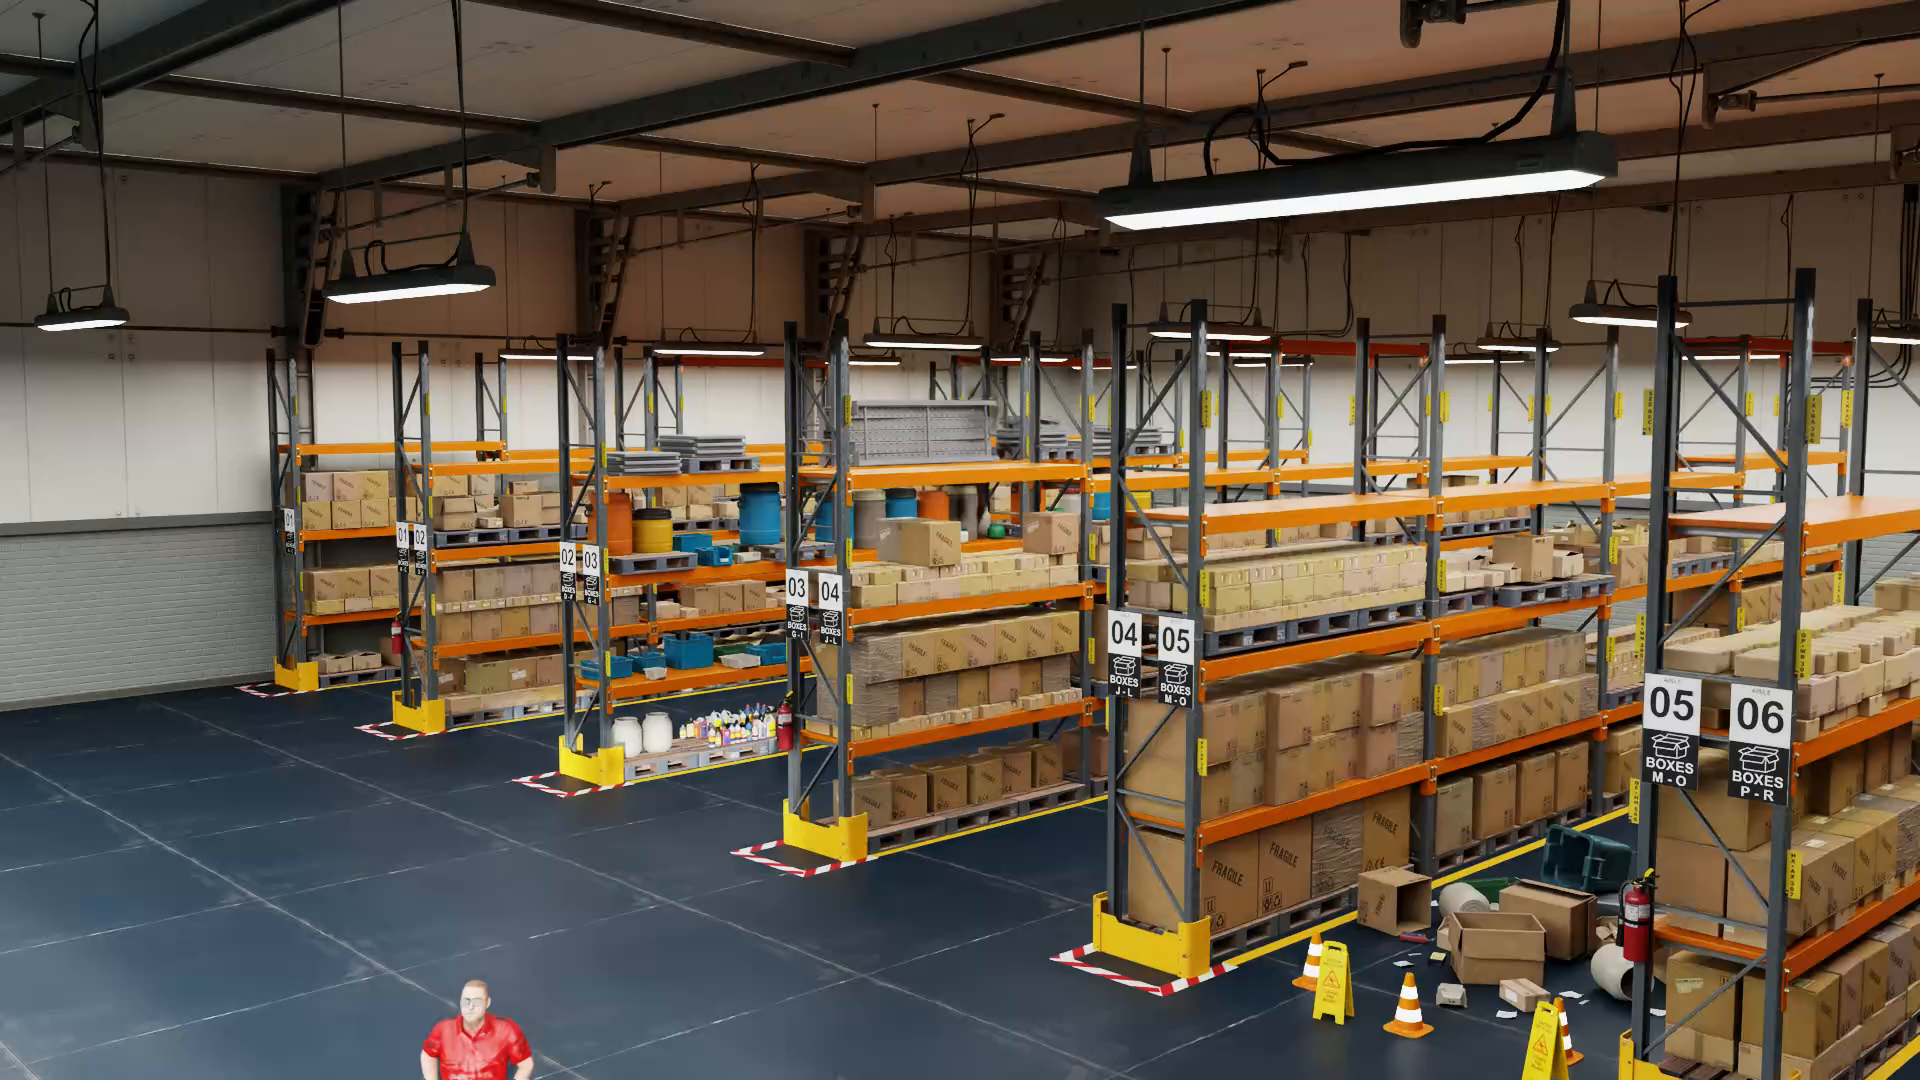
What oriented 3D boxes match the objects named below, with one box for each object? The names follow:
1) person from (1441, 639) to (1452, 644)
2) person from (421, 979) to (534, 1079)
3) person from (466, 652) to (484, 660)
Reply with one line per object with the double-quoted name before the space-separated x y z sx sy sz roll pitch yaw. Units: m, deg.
"person" 7.250 2.233 24.794 0.460 1.545 0.715 4 6 38
"person" -2.875 3.463 9.892 0.668 1.694 0.588 -1 5 -12
"person" -8.168 1.842 28.267 0.710 1.784 1.005 4 6 40
